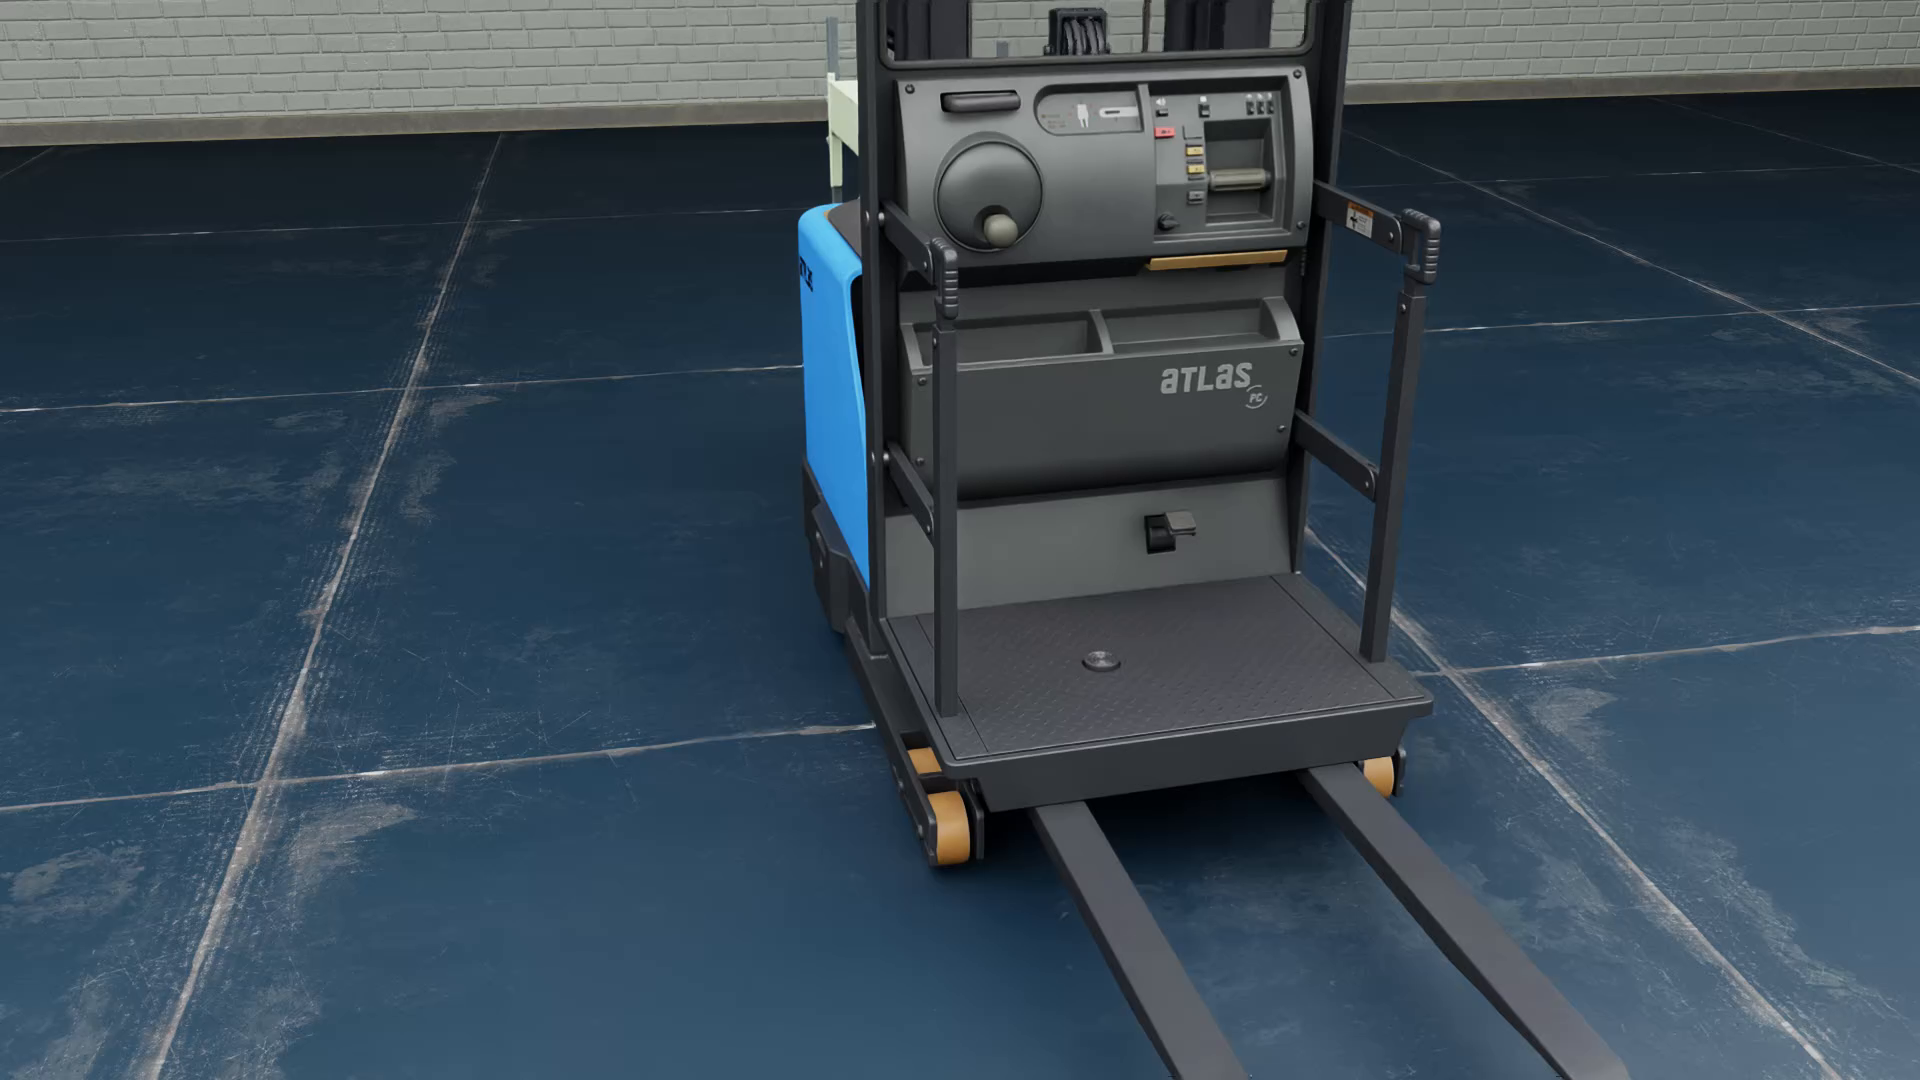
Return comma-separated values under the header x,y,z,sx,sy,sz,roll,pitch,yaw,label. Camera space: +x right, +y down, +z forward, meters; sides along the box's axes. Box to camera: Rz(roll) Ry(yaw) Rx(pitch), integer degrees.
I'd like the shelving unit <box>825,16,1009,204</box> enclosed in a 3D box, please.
x,y,z,sx,sy,sz,roll,pitch,yaw,label
-0.146,-0.882,5.395,0.431,1.500,0.755,-6,24,-13,shelving unit

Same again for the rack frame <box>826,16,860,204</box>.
x,y,z,sx,sy,sz,roll,pitch,yaw,label
-0.237,-1.024,5.720,0.400,1.500,0.023,-6,24,-13,rack frame

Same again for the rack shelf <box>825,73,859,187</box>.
x,y,z,sx,sy,sz,roll,pitch,yaw,label
-0.146,-1.239,5.239,0.431,0.370,0.720,-6,24,-13,rack shelf

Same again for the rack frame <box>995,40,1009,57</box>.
x,y,z,sx,sy,sz,roll,pitch,yaw,label
-0.056,-0.740,5.070,0.400,1.500,0.023,-6,24,-13,rack frame

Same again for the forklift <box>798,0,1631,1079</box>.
x,y,z,sx,sy,sz,roll,pitch,yaw,label
0.382,-0.802,3.424,1.130,2.935,3.031,-6,24,-13,forklift
